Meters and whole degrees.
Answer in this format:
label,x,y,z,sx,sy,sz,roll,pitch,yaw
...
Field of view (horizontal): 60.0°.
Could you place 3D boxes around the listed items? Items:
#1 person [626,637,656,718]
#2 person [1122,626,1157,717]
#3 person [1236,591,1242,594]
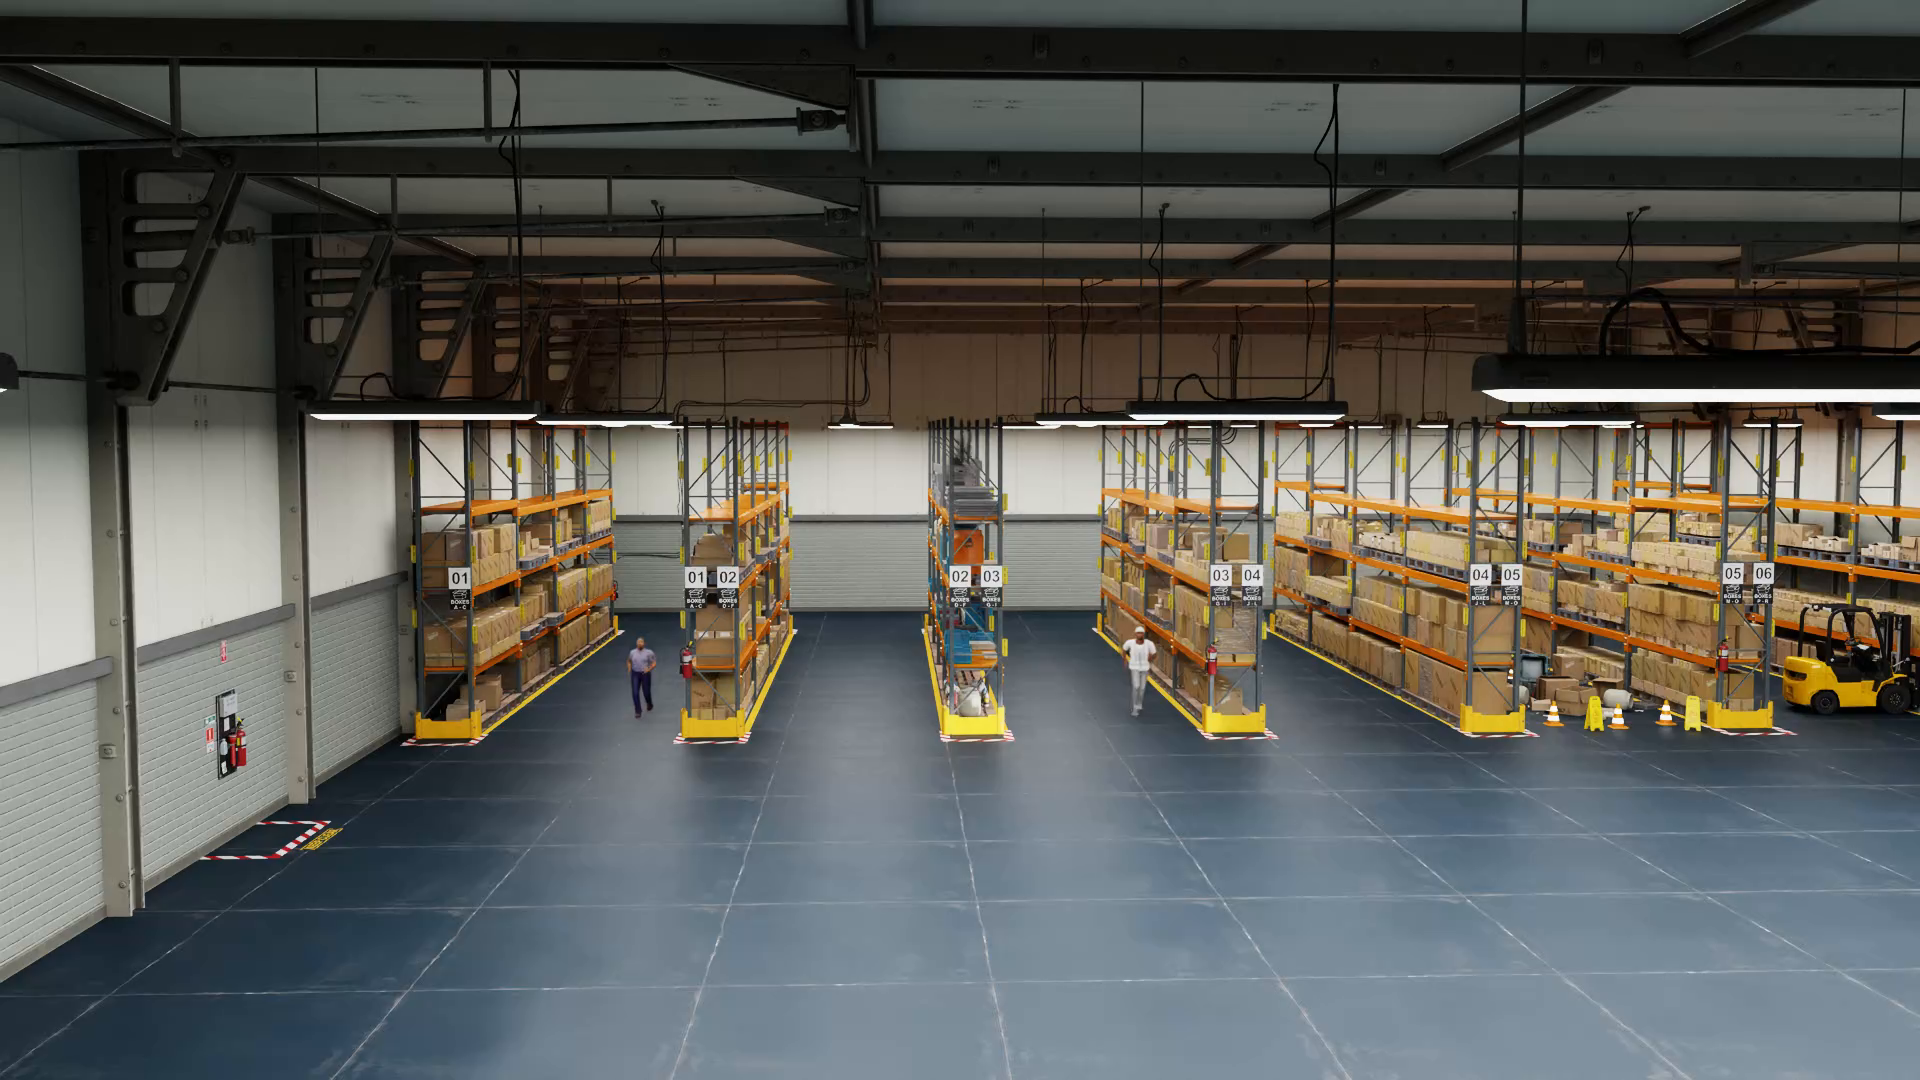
label,x,y,z,sx,sy,sz,roll,pitch,yaw
person,-6.406,2.750,33.387,0.613,1.589,0.668,0,4,0
person,3.653,2.654,33.704,0.678,1.828,0.775,0,4,-4
person,7.700,1.757,47.647,0.728,1.710,0.582,2,4,33
